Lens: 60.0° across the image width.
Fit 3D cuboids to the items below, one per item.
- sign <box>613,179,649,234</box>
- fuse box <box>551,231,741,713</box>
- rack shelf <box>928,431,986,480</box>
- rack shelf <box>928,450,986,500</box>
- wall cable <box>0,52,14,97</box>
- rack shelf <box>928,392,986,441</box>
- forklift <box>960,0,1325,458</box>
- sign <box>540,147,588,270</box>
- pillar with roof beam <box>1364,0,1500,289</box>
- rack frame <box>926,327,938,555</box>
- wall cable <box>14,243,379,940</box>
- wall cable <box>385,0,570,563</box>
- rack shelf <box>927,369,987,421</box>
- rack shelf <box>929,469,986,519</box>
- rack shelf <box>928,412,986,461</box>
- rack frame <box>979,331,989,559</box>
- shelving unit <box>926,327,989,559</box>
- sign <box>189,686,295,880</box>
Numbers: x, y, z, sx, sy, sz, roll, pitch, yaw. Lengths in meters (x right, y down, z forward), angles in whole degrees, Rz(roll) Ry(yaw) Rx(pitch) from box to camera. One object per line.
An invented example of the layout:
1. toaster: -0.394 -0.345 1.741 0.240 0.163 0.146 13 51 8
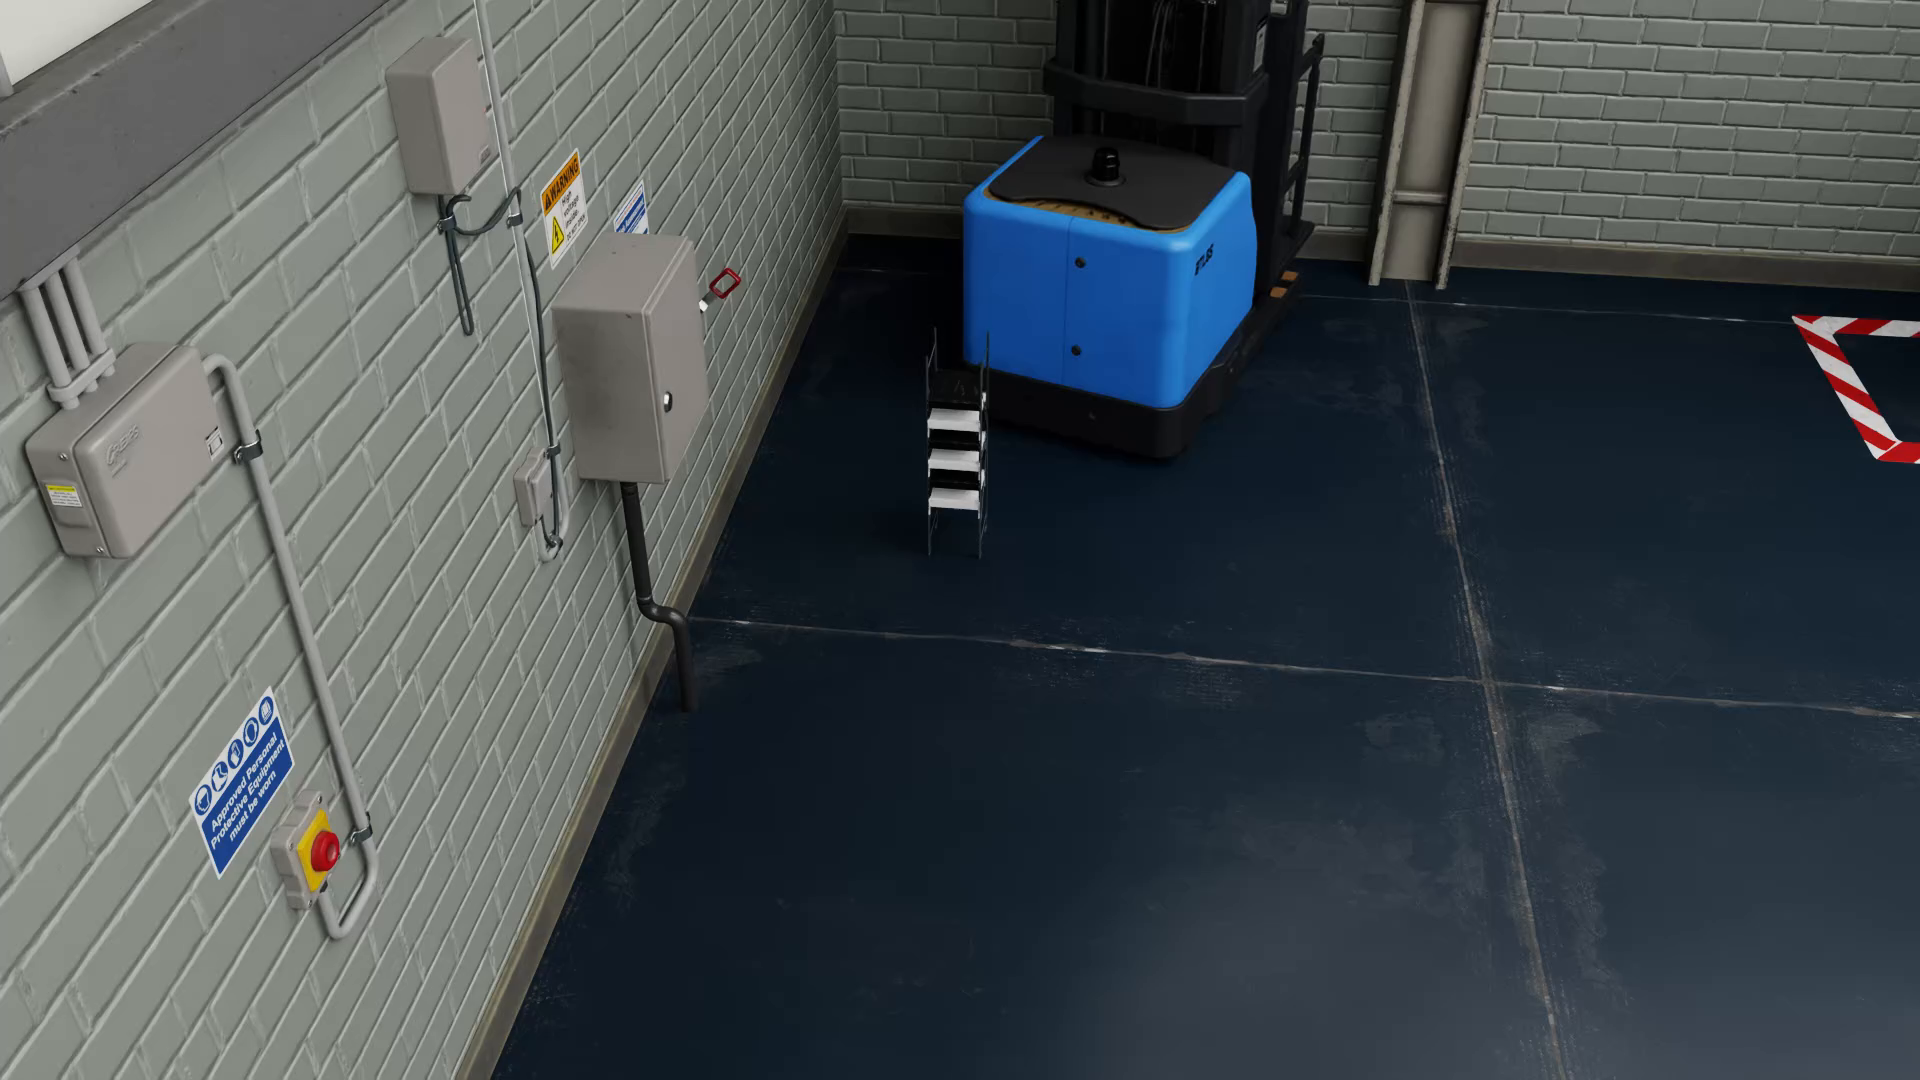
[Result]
1. sign: -1.070 -0.900 5.511 0.001 0.494 0.329 4 36 6
2. fuse box: -0.928 -0.115 5.438 0.414 1.711 0.539 4 36 6
3. rack shelf: -0.008 -0.340 6.509 0.200 0.077 0.258 4 36 6
4. rack shelf: -0.008 -0.267 6.561 0.200 0.077 0.258 4 36 6
5. wall cable: -1.422 -1.736 1.437 0.029 3.000 0.463 4 36 6
6. rack shelf: -0.008 -0.486 6.404 0.200 0.077 0.258 4 36 6
7. forklift: 1.094 -2.388 7.573 1.130 2.935 3.031 16 38 21
8. sign: -1.140 -0.959 4.800 0.001 0.242 0.339 4 36 6
9. pillar with roof beam: 1.776 -2.576 2.614 0.400 9.000 9.100 4 36 6
10. rack frame: -0.109 -0.374 6.500 0.006 0.900 0.240 4 36 6
11. wall cable: -1.340 0.134 3.078 0.123 1.953 0.585 4 36 6
12. wall cable: -1.171 -0.671 4.234 0.122 1.984 0.588 4 36 6
13. rack shelf: -0.008 -0.560 6.352 0.200 0.077 0.258 4 36 6
14. rack shelf: -0.008 -0.193 6.613 0.200 0.077 0.258 4 36 6
15. rack shelf: -0.008 -0.413 6.457 0.200 0.077 0.258 4 36 6
16. rack frame: 0.093 -0.359 6.479 0.006 0.900 0.240 4 36 6
17. shelving unit: -0.008 -0.367 6.489 0.210 0.900 0.258 4 36 6
18. sign: -1.407 0.474 3.272 0.001 0.218 0.327 4 36 6
